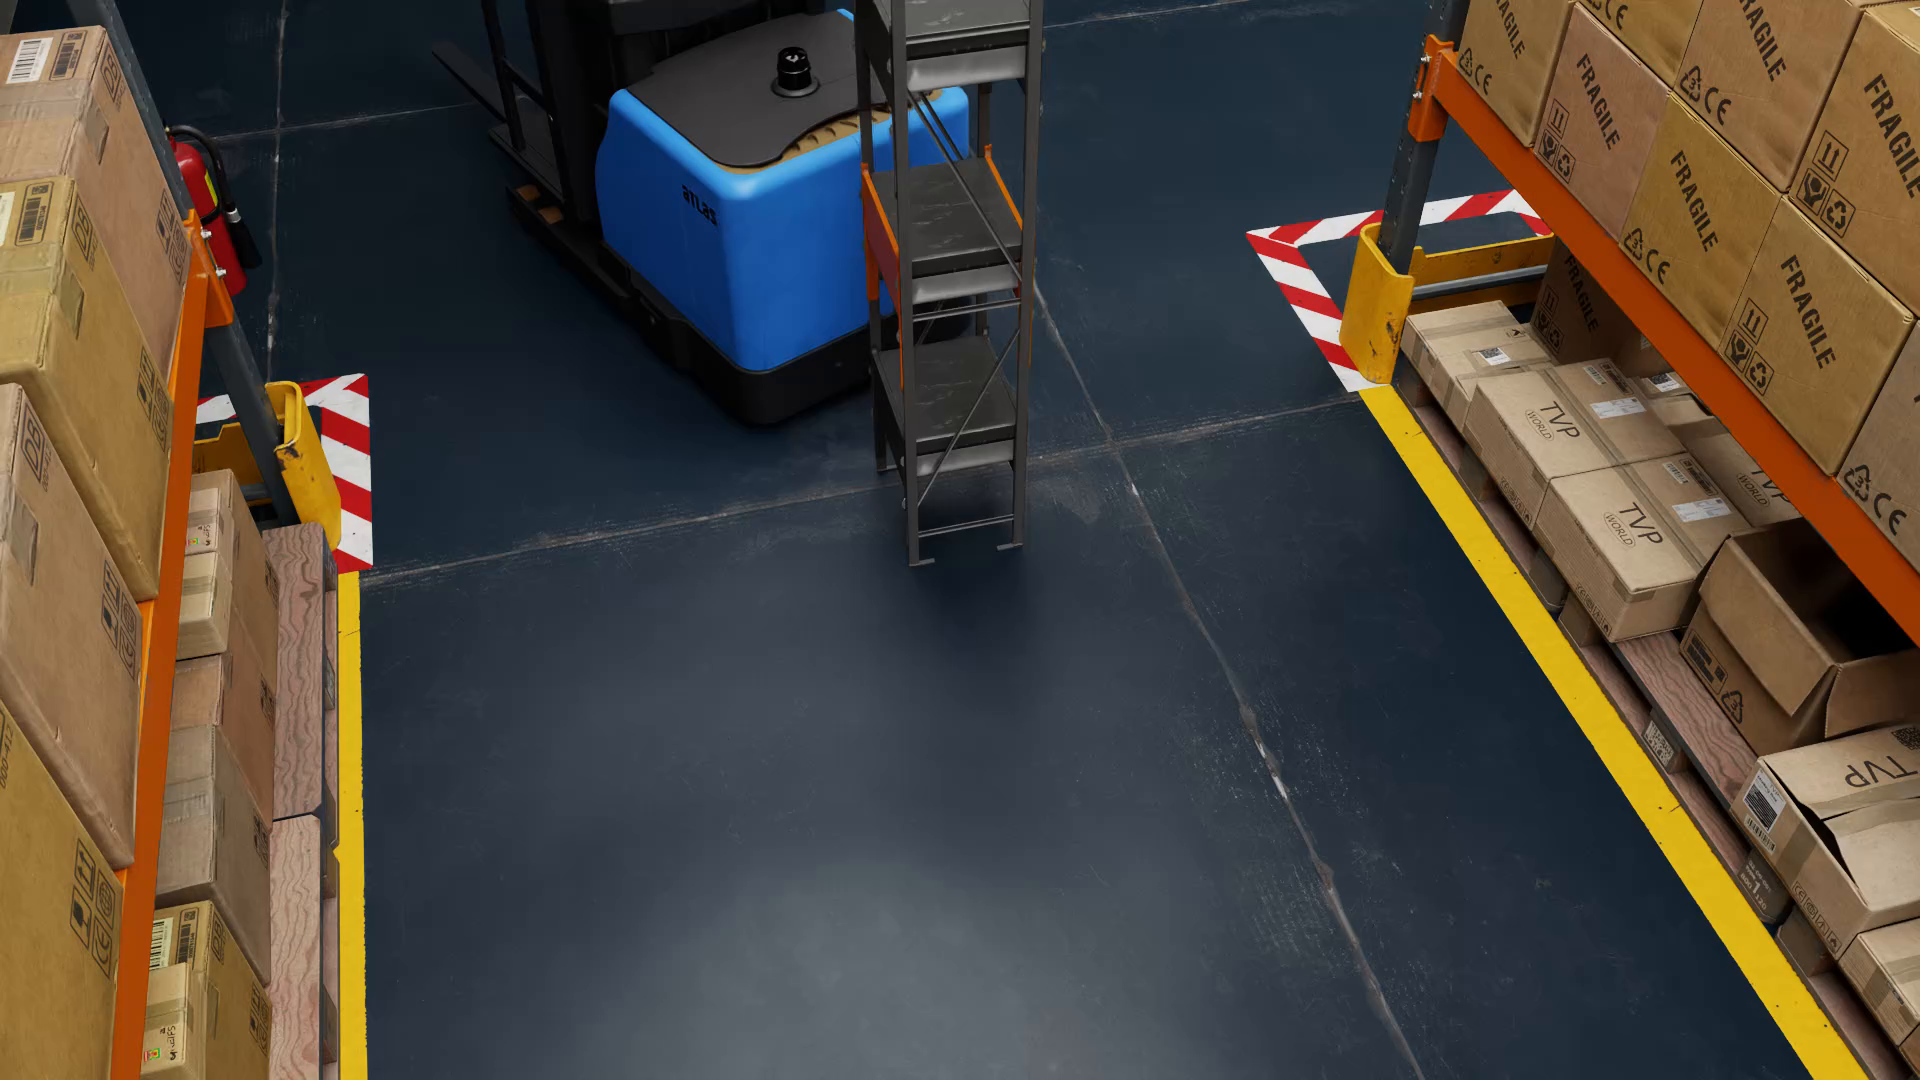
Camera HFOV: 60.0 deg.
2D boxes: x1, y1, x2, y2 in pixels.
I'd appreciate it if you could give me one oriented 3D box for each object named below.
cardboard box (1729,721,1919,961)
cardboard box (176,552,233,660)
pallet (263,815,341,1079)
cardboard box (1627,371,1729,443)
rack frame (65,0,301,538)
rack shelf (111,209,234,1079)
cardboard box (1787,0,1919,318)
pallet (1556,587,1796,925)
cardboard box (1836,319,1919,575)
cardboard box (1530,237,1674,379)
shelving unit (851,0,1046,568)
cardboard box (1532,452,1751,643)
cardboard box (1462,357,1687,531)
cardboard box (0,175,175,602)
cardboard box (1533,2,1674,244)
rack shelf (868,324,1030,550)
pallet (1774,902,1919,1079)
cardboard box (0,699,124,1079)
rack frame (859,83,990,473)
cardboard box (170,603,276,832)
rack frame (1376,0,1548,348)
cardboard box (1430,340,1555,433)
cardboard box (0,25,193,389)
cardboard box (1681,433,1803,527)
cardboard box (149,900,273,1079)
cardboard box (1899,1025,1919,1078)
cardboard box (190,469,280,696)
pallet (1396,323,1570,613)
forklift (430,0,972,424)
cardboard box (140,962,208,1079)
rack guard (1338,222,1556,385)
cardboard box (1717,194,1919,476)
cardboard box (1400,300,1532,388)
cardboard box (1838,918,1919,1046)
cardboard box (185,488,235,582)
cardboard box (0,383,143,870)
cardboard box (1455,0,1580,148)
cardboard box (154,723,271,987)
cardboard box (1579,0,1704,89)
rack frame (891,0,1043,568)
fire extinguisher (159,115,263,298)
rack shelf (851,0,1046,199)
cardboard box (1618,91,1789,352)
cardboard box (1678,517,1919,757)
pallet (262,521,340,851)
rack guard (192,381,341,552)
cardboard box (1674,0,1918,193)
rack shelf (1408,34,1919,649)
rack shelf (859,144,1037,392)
[{"bbox_3d":[2.471,0.780,4.460,0.500,0.311,0.500,-11,47,-10],"label":"cardboard box"},{"bbox_3d":[-2.177,0.197,4.459,0.380,0.149,0.250,-10,46,-9],"label":"cardboard box"},{"bbox_3d":[-2.139,1.354,4.276,1.003,0.211,1.213,-11,47,-10],"label":"pallet"},{"bbox_3d":[2.453,-0.445,5.762,0.380,0.166,0.250,-11,47,-10],"label":"cardboard box"},{"bbox_3d":[-2.728,-1.001,4.631,1.000,3.000,0.127,-11,47,-10],"label":"rack frame"},{"bbox_3d":[-2.216,0.632,3.534,1.077,0.370,4.000,-11,47,-10],"label":"rack shelf"},{"bbox_3d":[2.313,-0.883,3.745,0.500,0.500,0.500,-11,47,-11],"label":"cardboard box"},{"bbox_3d":[2.593,0.510,5.102,1.003,0.211,1.213,-11,47,-10],"label":"pallet"},{"bbox_3d":[2.440,-0.191,3.767,0.500,0.500,0.500,-10,46,-9],"label":"cardboard box"},{"bbox_3d":[2.437,-0.858,5.933,0.500,0.500,0.500,-11,47,-10],"label":"cardboard box"},{"bbox_3d":[-0.042,-0.849,5.112,0.431,2.100,0.503,-11,47,-10],"label":"shelving unit"},{"bbox_3d":[2.180,0.017,5.250,0.500,0.250,0.500,-11,47,-10],"label":"cardboard box"},{"bbox_3d":[2.052,-0.328,5.589,0.500,0.250,0.500,-11,47,-10],"label":"cardboard box"},{"bbox_3d":[-2.391,-0.255,3.690,0.980,0.700,0.700,-11,47,-11],"label":"cardboard box"},{"bbox_3d":[2.055,-1.234,4.790,0.500,0.500,0.500,-11,47,-11],"label":"cardboard box"},{"bbox_3d":[-0.042,-0.350,5.622,0.431,0.518,0.480,-11,47,-10],"label":"rack shelf"},{"bbox_3d":[2.908,1.354,4.275,1.003,0.211,1.213,-11,47,-10],"label":"pallet"},{"bbox_3d":[-2.009,0.773,2.682,0.980,0.700,0.700,-12,47,-11],"label":"cardboard box"},{"bbox_3d":[-0.105,-1.018,5.277,0.400,2.100,0.015,-11,47,-10],"label":"rack frame"},{"bbox_3d":[-2.324,0.537,4.579,0.700,0.500,0.500,-11,47,-10],"label":"cardboard box"},{"bbox_3d":[2.059,-1.909,5.521,1.000,3.000,0.127,-11,47,-10],"label":"rack frame"},{"bbox_3d":[1.898,-0.547,5.862,0.380,0.166,0.250,-11,47,-10],"label":"cardboard box"},{"bbox_3d":[-2.588,-0.756,4.180,0.980,0.700,0.700,-9,46,-9],"label":"cardboard box"},{"bbox_3d":[2.651,-0.109,5.374,0.500,0.250,0.500,-11,47,-10],"label":"cardboard box"},{"bbox_3d":[-2.051,1.251,3.880,0.700,0.500,0.500,-10,46,-9],"label":"cardboard box"},{"bbox_3d":[2.663,1.232,3.885,0.500,0.500,0.500,-11,47,-10],"label":"cardboard box"},{"bbox_3d":[-2.452,0.192,4.918,0.700,0.500,0.500,-11,47,-10],"label":"cardboard box"},{"bbox_3d":[2.284,-0.330,5.926,1.003,0.211,1.213,-11,47,-10],"label":"pallet"},{"bbox_3d":[-1.254,-2.449,6.098,1.130,2.935,3.031,-29,52,-25],"label":"forklift"},{"bbox_3d":[-1.842,1.096,3.577,0.380,0.149,0.250,-12,47,-11],"label":"cardboard box"},{"bbox_3d":[2.079,-0.982,6.362,1.175,0.500,0.348,-11,47,-10],"label":"rack guard"},{"bbox_3d":[2.307,-0.542,4.111,0.500,0.500,0.500,-10,46,-10],"label":"cardboard box"},{"bbox_3d":[1.834,-0.713,6.037,0.380,0.149,0.250,-11,47,-10],"label":"cardboard box"},{"bbox_3d":[2.509,1.107,4.253,0.380,0.149,0.250,-11,47,-10],"label":"cardboard box"},{"bbox_3d":[-2.243,0.020,4.632,0.380,0.149,0.250,-11,47,-11],"label":"cardboard box"},{"bbox_3d":[-2.205,0.273,3.173,0.980,0.700,0.700,-13,47,-12],"label":"cardboard box"},{"bbox_3d":[1.918,-1.590,5.138,0.500,0.500,0.500,-10,46,-9],"label":"cardboard box"},{"bbox_3d":[-2.195,0.885,4.239,0.700,0.500,0.500,-12,47,-12],"label":"cardboard box"},{"bbox_3d":[2.059,-1.580,4.428,0.500,0.500,0.500,-10,46,-10],"label":"cardboard box"},{"bbox_3d":[0.020,-0.681,4.947,0.400,2.100,0.015,-11,47,-10],"label":"rack frame"},{"bbox_3d":[-2.321,-1.032,4.976,0.296,0.674,0.183,-11,47,-10],"label":"fire extinguisher"},{"bbox_3d":[-0.042,-1.330,4.622,0.431,0.518,0.480,-11,47,-10],"label":"rack shelf"},{"bbox_3d":[2.181,-0.887,4.449,0.500,0.500,0.500,-11,47,-10],"label":"cardboard box"},{"bbox_3d":[2.597,0.276,4.819,0.797,0.503,0.637,-11,47,-10],"label":"cardboard box"},{"bbox_3d":[-2.448,0.513,5.100,1.003,0.211,1.213,-11,47,-10],"label":"pallet"},{"bbox_3d":[-2.734,-0.143,5.540,1.175,0.500,0.348,-11,47,-10],"label":"rack guard"},{"bbox_3d":[2.183,-1.234,4.089,0.500,0.500,0.500,-10,46,-10],"label":"cardboard box"},{"bbox_3d":[2.571,-0.277,4.425,1.077,0.370,4.000,-11,47,-10],"label":"rack shelf"},{"bbox_3d":[-0.042,-0.840,5.122,0.431,0.518,0.480,-11,47,-10],"label":"rack shelf"}]
